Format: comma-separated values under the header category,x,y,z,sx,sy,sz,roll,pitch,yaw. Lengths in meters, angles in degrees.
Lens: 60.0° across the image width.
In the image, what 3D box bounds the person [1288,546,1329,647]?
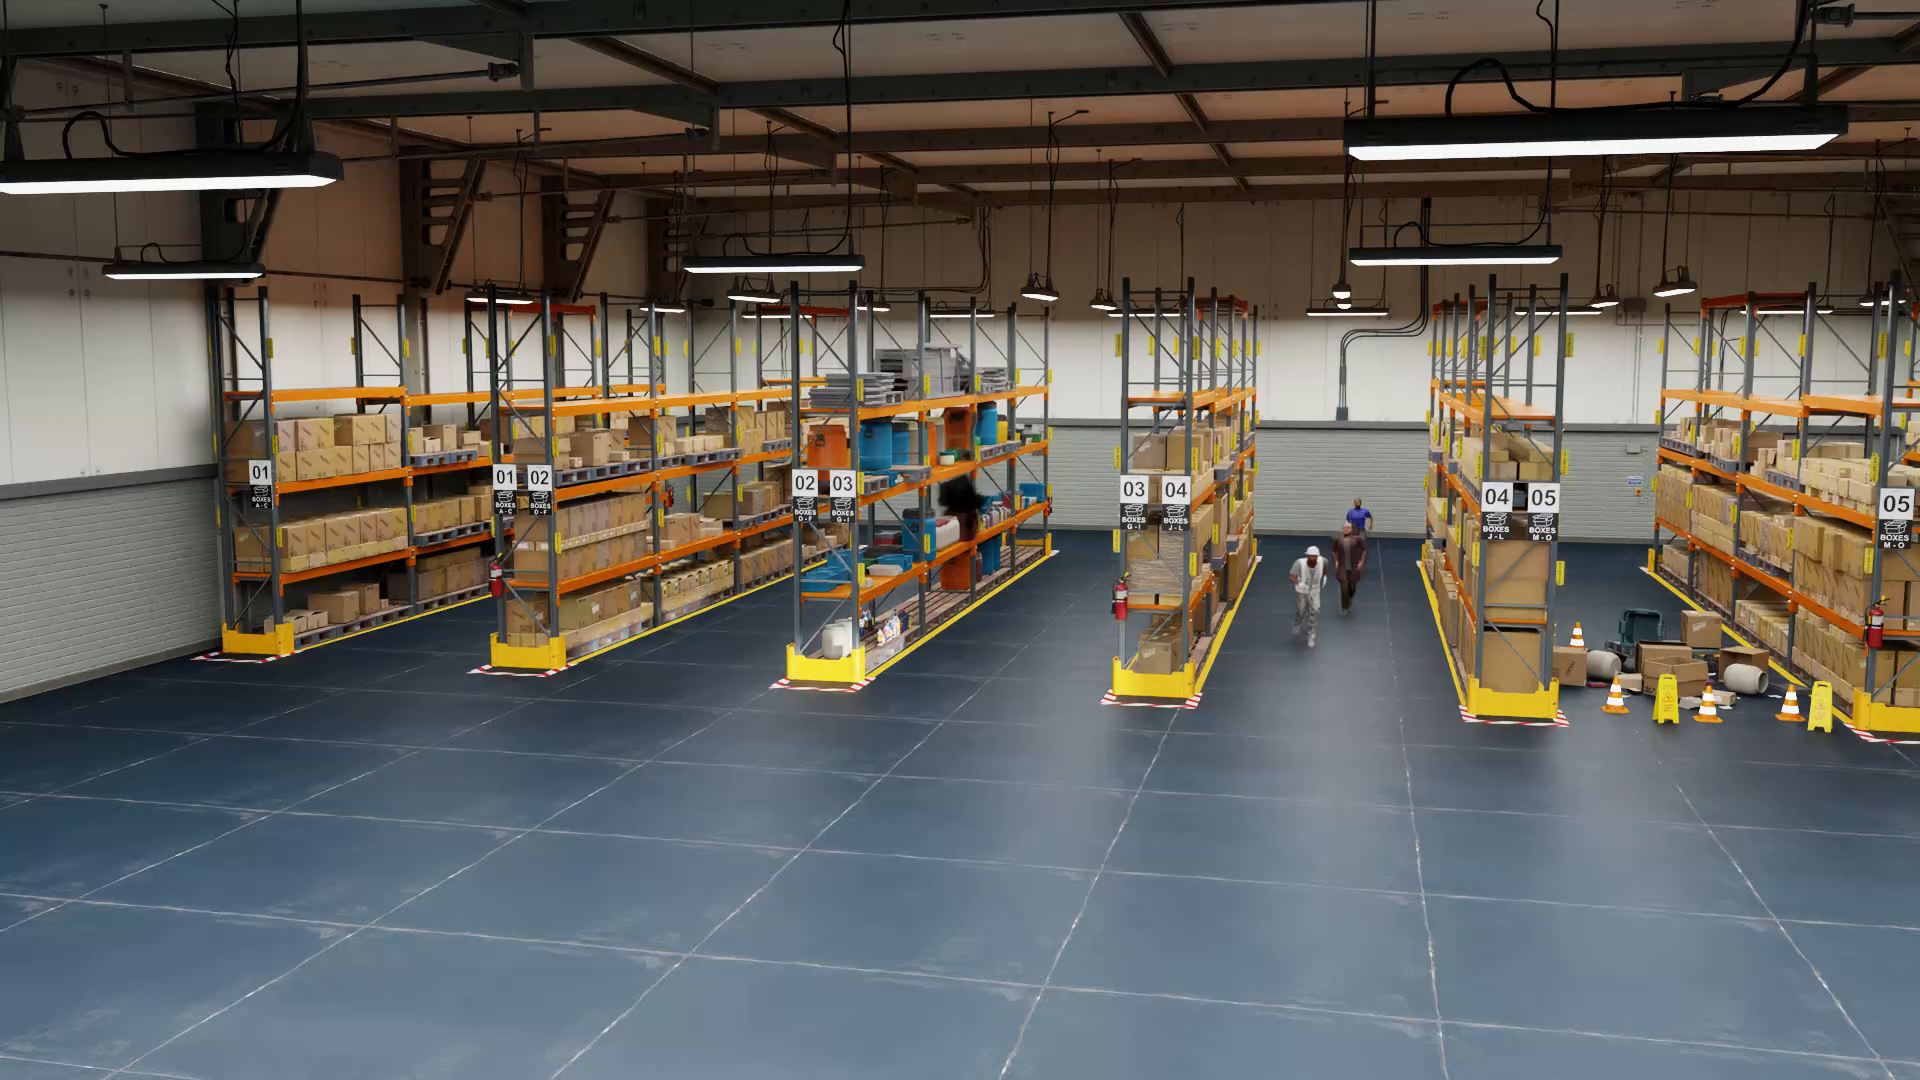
category,x,y,z,sx,sy,sz,roll,pitch,yaw
person,5.923,0.923,28.416,0.728,1.729,1.035,-1,7,-7

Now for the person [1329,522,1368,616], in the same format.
category,x,y,z,sx,sy,sz,roll,pitch,yaw
person,7.350,0.536,31.482,0.711,1.763,0.717,2,7,18

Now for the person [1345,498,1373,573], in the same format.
category,x,y,z,sx,sy,sz,roll,pitch,yaw
person,9.005,-0.109,37.580,0.582,1.694,0.765,2,7,18
